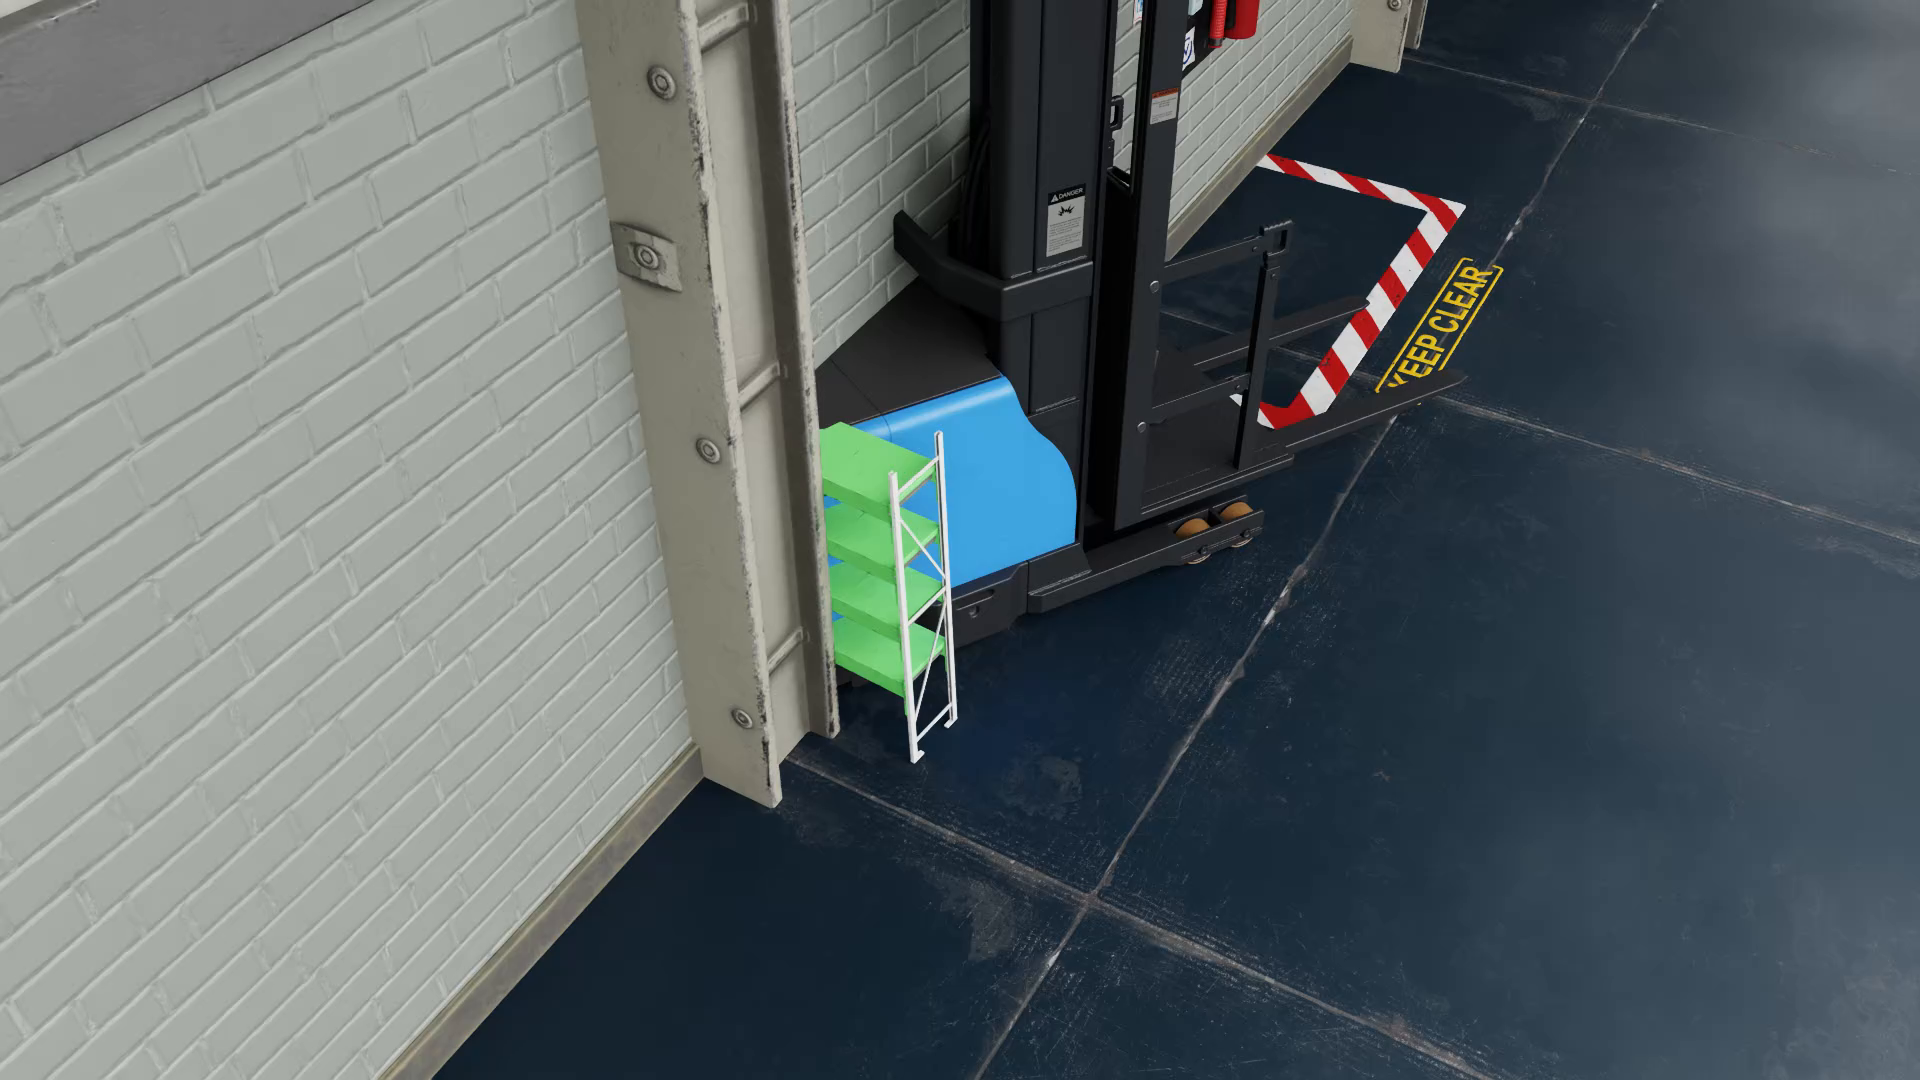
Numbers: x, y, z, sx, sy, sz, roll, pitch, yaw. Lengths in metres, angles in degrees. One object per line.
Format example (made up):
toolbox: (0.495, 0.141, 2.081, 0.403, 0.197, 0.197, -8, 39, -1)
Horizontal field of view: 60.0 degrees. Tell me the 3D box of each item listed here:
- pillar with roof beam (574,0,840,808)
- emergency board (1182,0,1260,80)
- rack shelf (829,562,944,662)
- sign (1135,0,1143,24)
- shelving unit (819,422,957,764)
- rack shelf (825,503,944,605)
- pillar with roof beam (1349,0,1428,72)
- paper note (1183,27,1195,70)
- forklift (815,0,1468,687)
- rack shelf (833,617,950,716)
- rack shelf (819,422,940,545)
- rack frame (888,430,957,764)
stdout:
pillar with roof beam: (3.100, -1.264, 0.876, 9.100, 9.000, 0.400, 21, 45, 22)
emergency board: (1.105, -2.468, 6.783, 0.194, 1.169, 0.643, 21, 45, 22)
rack shelf: (-0.302, 0.167, 5.245, 0.480, 0.148, 0.258, 24, 47, 27)
sign: (0.739, -2.199, 6.450, 0.001, 0.329, 0.234, 21, 45, 22)
shelving unit: (-0.304, 0.119, 5.203, 0.503, 1.200, 0.258, 24, 47, 27)
rack shelf: (-0.310, -0.014, 5.088, 0.480, 0.148, 0.258, 24, 47, 27)
pillar with roof beam: (6.102, -4.697, 4.775, 9.100, 9.000, 0.400, 21, 45, 22)
paper note: (0.957, -2.059, 6.985, 0.016, 0.148, 0.142, 21, 45, 22)
forklift: (0.549, -1.299, 5.507, 3.031, 2.935, 1.130, -20, 45, -21)
rack shelf: (-0.294, 0.348, 5.402, 0.480, 0.148, 0.258, 24, 47, 27)
rack shelf: (-0.318, -0.195, 4.930, 0.480, 0.148, 0.258, 24, 47, 27)
rack frame: (-0.105, 0.206, 5.092, 0.015, 1.200, 0.240, 24, 47, 27)
